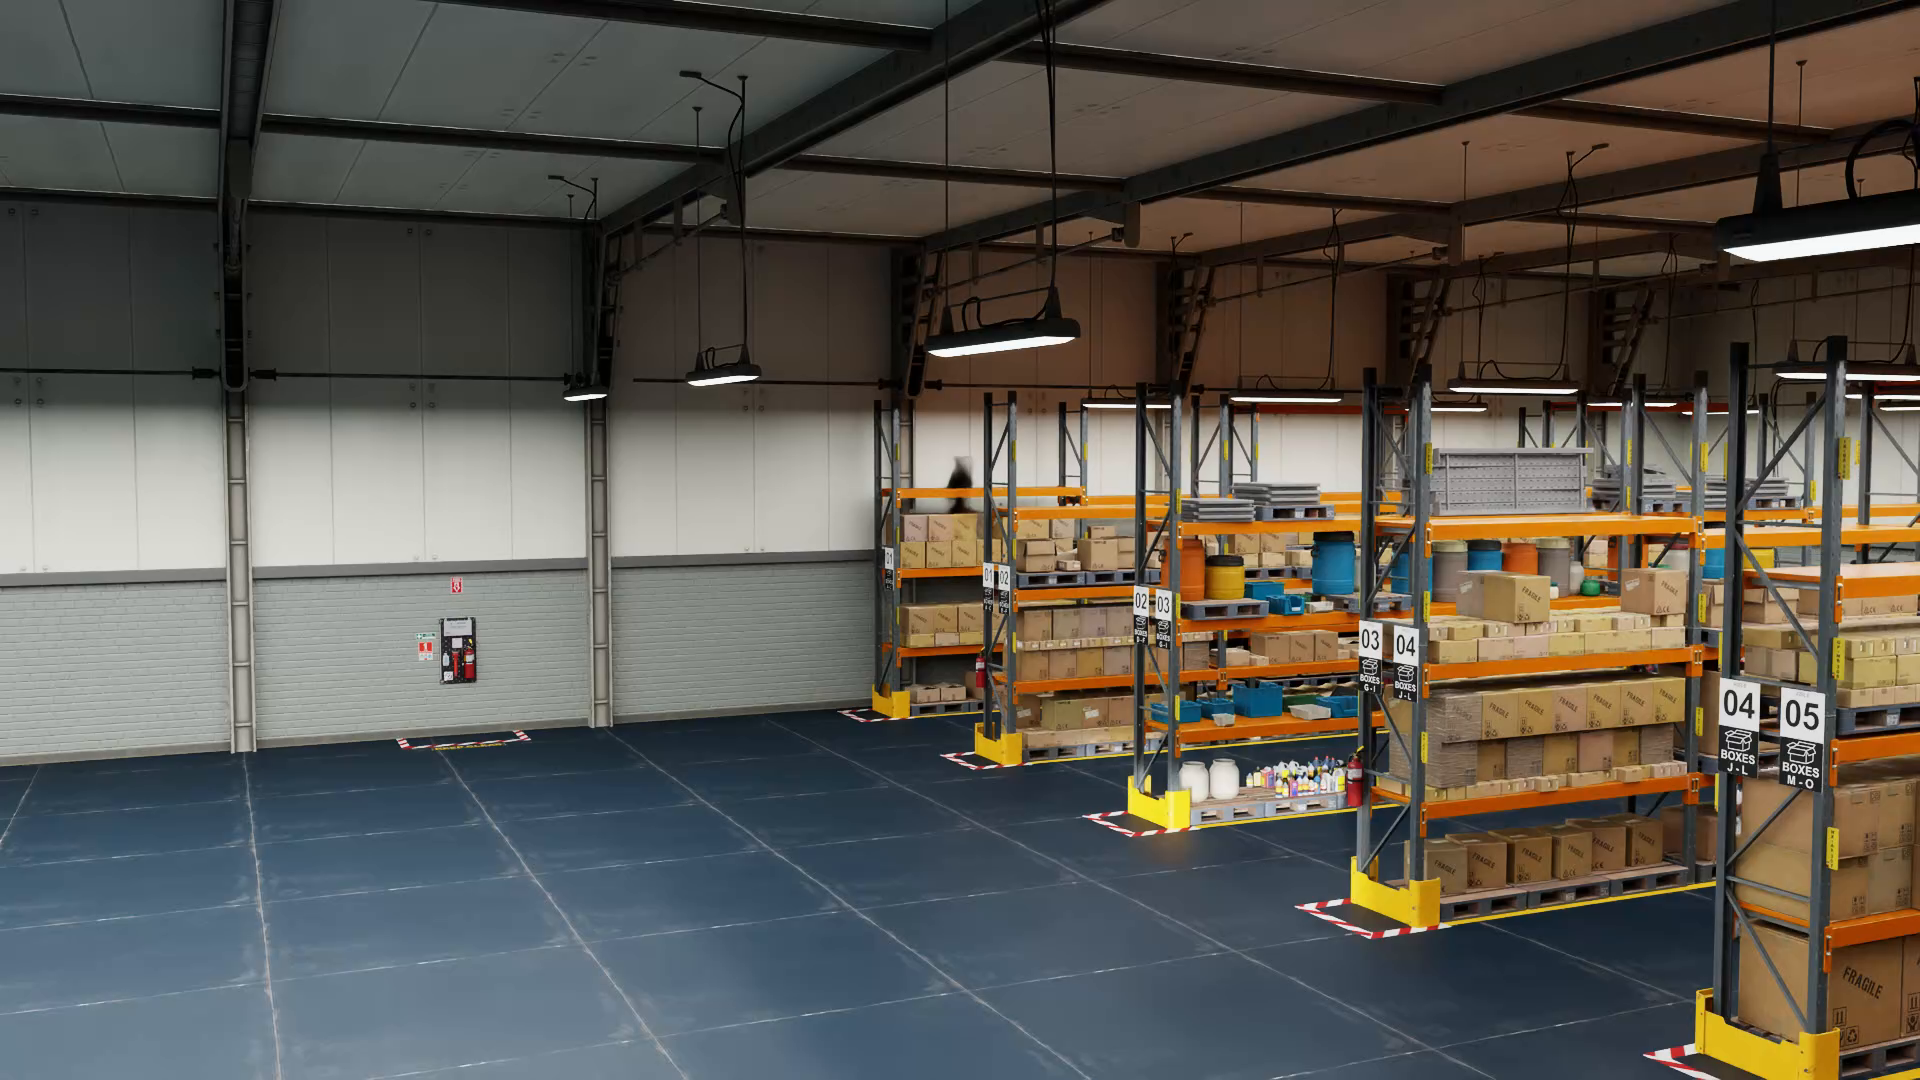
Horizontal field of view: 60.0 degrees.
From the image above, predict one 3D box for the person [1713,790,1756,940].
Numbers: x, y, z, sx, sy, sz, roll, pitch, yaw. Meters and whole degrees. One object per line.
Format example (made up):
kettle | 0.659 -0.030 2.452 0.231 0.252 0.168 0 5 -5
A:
person | 8.263 3.349 17.370 1.122 1.620 0.651 -2 4 -33
